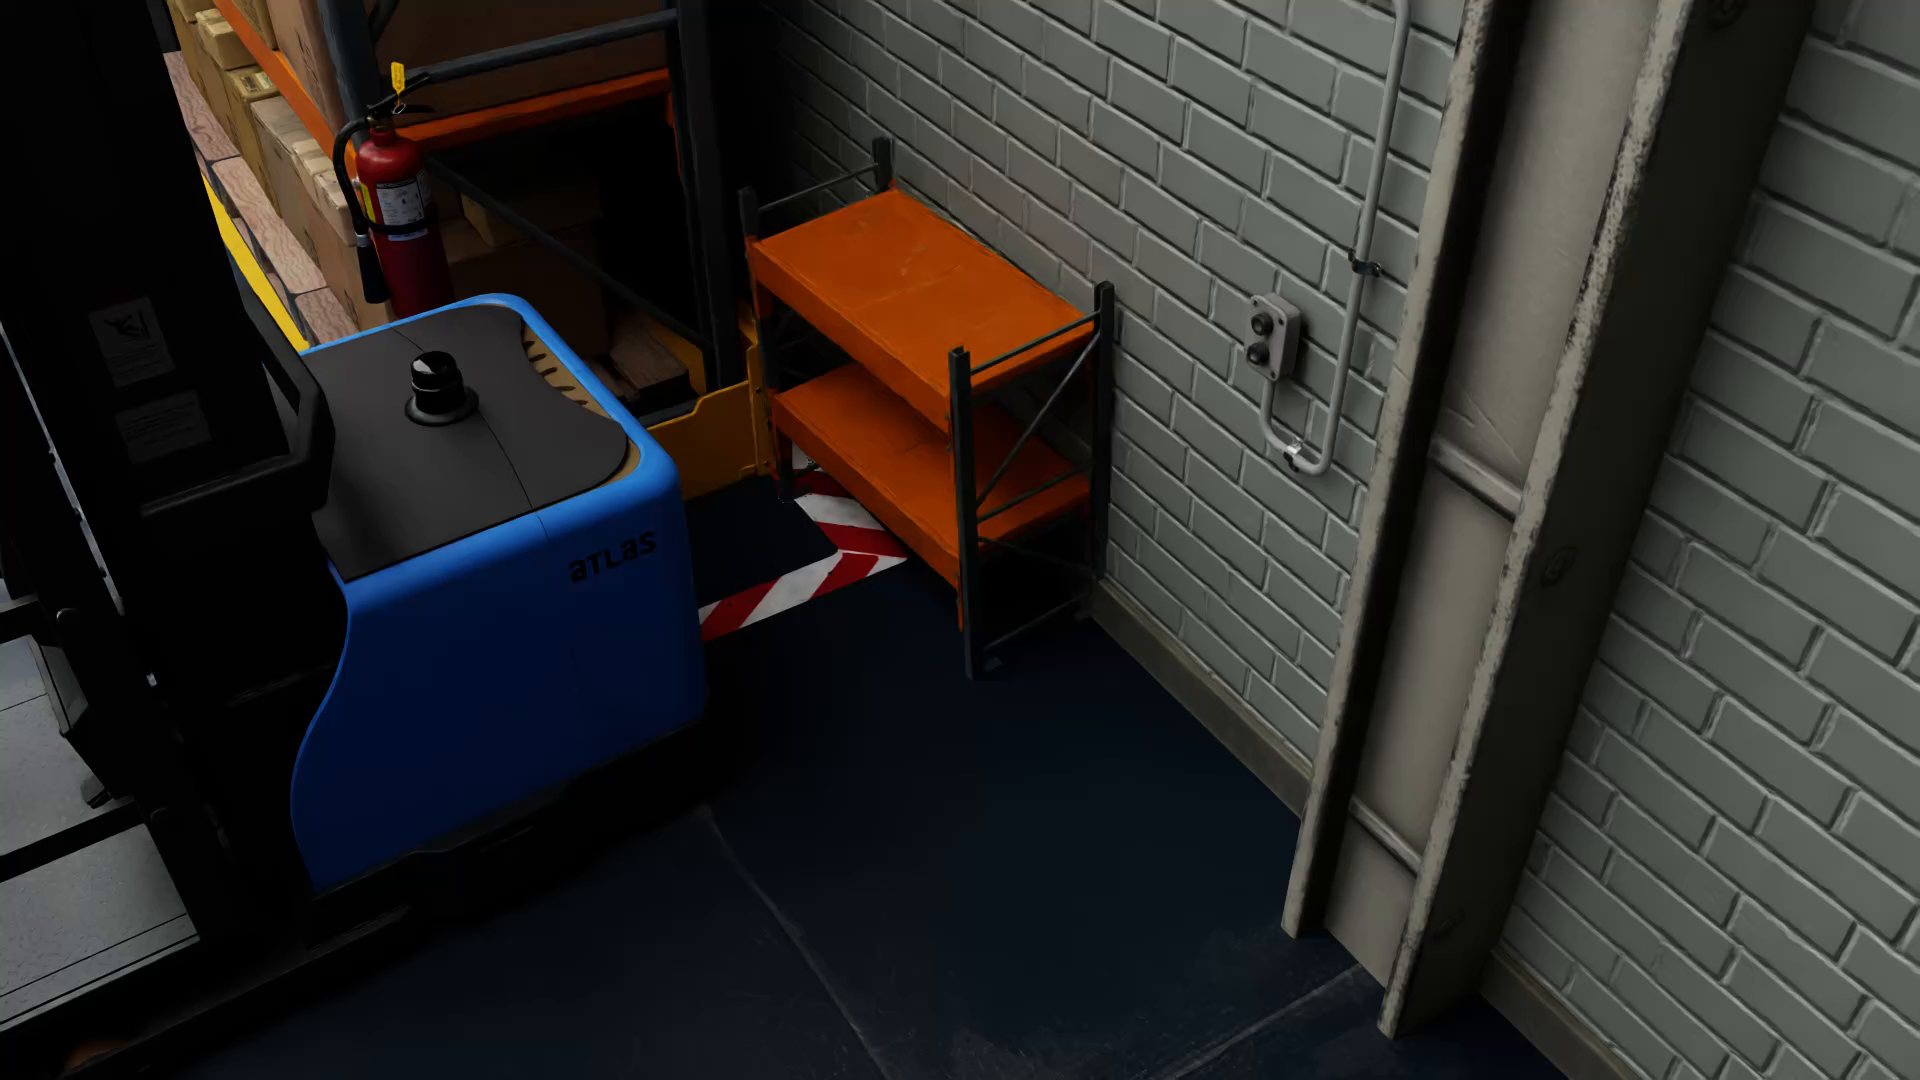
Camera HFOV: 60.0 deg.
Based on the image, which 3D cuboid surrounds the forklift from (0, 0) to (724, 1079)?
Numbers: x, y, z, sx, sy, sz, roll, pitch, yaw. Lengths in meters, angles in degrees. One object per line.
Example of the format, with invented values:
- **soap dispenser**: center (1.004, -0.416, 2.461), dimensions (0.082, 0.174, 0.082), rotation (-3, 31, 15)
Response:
- **forklift**: center (-2.133, -0.187, 3.185), dimensions (3.031, 2.935, 1.130), rotation (-24, 45, -26)

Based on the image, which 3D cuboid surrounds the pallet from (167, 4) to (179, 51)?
- **pallet**: center (-3.786, -2.787, 8.429), dimensions (1.003, 0.211, 1.213), rotation (-22, 45, -24)

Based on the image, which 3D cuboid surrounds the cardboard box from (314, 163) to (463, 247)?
- **cardboard box**: center (-1.840, -1.109, 5.355), dimensions (0.380, 0.149, 0.250), rotation (-23, 45, -25)

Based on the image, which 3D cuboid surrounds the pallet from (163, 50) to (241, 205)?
- **pallet**: center (-2.964, -1.959, 7.436), dimensions (1.003, 0.211, 1.213), rotation (-22, 45, -24)

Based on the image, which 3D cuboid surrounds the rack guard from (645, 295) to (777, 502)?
- **rack guard**: center (-1.144, -0.335, 5.262), dimensions (1.175, 0.500, 0.348), rotation (-22, 45, -24)

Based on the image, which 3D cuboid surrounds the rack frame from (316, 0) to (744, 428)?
- **rack frame**: center (-1.156, -1.308, 4.477), dimensions (1.000, 3.000, 0.127), rotation (-22, 45, -24)

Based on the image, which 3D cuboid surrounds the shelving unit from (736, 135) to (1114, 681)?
- **shelving unit**: center (-0.095, -0.391, 4.813), dimensions (0.538, 1.125, 1.048), rotation (-27, 47, -25)

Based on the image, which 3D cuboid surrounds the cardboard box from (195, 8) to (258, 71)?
- **cardboard box**: center (-2.680, -1.949, 6.364), dimensions (0.380, 0.149, 0.250), rotation (-23, 45, -26)

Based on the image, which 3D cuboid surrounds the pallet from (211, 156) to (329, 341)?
- **pallet**: center (-2.304, -1.300, 6.645), dimensions (1.003, 0.211, 1.213), rotation (-22, 45, -24)

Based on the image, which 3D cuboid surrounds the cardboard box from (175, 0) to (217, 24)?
- **cardboard box**: center (-2.961, -2.231, 6.702), dimensions (0.380, 0.149, 0.250), rotation (-21, 44, -23)

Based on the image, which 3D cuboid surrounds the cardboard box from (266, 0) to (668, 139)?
- **cardboard box**: center (-1.439, -1.695, 4.707), dimensions (0.980, 0.700, 0.700), rotation (-20, 44, -23)

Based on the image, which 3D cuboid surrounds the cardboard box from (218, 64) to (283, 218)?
- **cardboard box**: center (-2.450, -1.679, 6.547), dimensions (0.700, 0.500, 0.500), rotation (-21, 44, -23)

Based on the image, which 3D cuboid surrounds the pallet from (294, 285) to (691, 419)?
- **pallet**: center (-1.652, -0.642, 5.855), dimensions (1.003, 0.211, 1.213), rotation (-22, 45, -24)

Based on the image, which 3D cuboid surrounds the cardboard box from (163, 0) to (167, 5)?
- **cardboard box**: center (-3.766, -3.109, 7.989), dimensions (0.750, 0.750, 0.750), rotation (-22, 44, -24)

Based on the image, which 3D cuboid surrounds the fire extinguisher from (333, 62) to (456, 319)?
- **fire extinguisher**: center (-1.464, -0.895, 4.333), dimensions (0.296, 0.674, 0.183), rotation (-22, 45, -24)

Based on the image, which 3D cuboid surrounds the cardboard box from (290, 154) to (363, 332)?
- **cardboard box**: center (-1.886, -1.123, 5.879), dimensions (0.700, 0.500, 0.500), rotation (-22, 45, -25)

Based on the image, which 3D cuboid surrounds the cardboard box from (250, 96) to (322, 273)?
- **cardboard box**: center (-2.157, -1.394, 6.204), dimensions (0.700, 0.500, 0.500), rotation (-24, 45, -26)

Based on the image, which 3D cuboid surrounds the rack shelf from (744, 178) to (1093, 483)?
- **rack shelf**: center (-0.107, -0.611, 4.621), dimensions (0.538, 0.278, 1.000), rotation (-27, 47, -25)

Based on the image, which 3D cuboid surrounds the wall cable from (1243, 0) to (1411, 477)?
- **wall cable**: center (0.330, -1.333, 3.713), dimensions (0.084, 1.984, 1.851), rotation (-22, 45, -24)

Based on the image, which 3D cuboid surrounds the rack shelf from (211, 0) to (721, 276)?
- **rack shelf**: center (-2.232, -2.111, 6.003), dimensions (1.077, 0.370, 4.000), rotation (-22, 45, -24)

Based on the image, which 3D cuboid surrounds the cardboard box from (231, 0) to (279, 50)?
- **cardboard box**: center (-1.840, -2.084, 5.174), dimensions (0.980, 0.700, 0.700), rotation (-23, 45, -25)

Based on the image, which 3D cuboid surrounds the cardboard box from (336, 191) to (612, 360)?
- **cardboard box**: center (-1.617, -0.853, 5.555), dimensions (0.700, 0.500, 0.500), rotation (-22, 45, -24)

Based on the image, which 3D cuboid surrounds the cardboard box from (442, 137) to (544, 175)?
- **cardboard box**: center (-1.654, -1.377, 5.677), dimensions (0.380, 0.149, 0.250), rotation (-22, 45, -24)

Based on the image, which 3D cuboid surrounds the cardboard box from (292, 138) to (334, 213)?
- **cardboard box**: center (-1.978, -1.246, 5.520), dimensions (0.380, 0.149, 0.250), rotation (-21, 44, -23)

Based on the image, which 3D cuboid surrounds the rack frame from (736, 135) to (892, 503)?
- **rack frame**: center (-0.394, -0.653, 5.130), dimensions (0.500, 1.125, 0.032), rotation (-27, 47, -25)

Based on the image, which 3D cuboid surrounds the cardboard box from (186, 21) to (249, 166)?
- **cardboard box**: center (-2.724, -1.957, 6.880), dimensions (0.700, 0.500, 0.500), rotation (-23, 45, -25)

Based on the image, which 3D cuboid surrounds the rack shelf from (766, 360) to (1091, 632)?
- **rack shelf**: center (-0.085, -0.207, 4.974), dimensions (0.538, 0.278, 1.000), rotation (-27, 47, -25)

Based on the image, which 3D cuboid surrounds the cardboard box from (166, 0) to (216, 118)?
- **cardboard box**: center (-2.992, -2.229, 7.207), dimensions (0.700, 0.500, 0.500), rotation (-22, 44, -24)

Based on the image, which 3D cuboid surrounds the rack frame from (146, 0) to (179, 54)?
- **rack frame**: center (-3.307, -3.467, 7.068), dimensions (1.000, 3.000, 0.127), rotation (-22, 45, -24)

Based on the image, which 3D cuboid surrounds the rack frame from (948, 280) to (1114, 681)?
- **rack frame**: center (0.205, -0.130, 4.496), dimensions (0.500, 1.125, 0.032), rotation (-27, 47, -25)

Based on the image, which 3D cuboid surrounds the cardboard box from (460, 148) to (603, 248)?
- **cardboard box**: center (-1.381, -1.103, 5.349), dimensions (0.380, 0.149, 0.250), rotation (-22, 45, -24)
